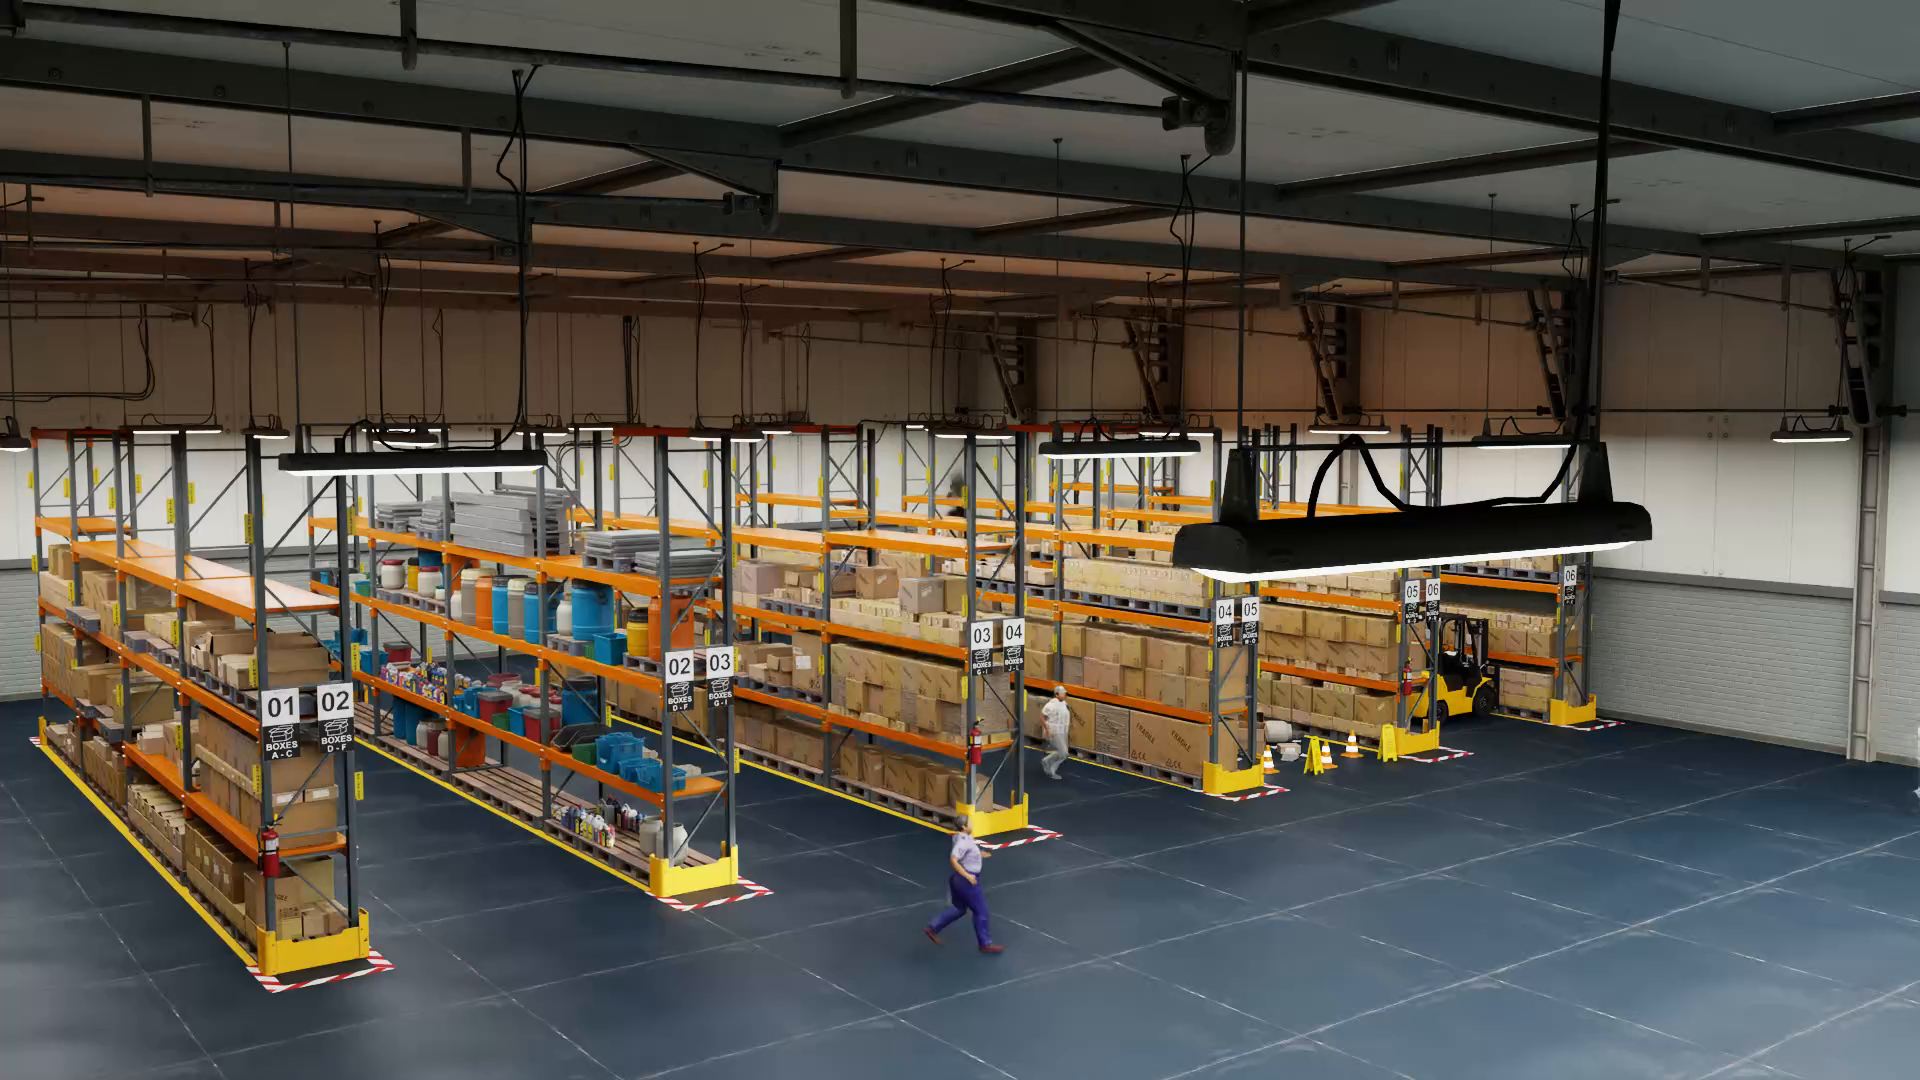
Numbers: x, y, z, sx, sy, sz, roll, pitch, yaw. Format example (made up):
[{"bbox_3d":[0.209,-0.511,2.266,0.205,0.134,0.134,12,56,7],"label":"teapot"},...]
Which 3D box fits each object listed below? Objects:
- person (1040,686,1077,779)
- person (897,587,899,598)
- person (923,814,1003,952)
[{"bbox_3d":[1.706,3.294,28.420,0.576,1.616,0.592,3,6,37],"label":"person"},{"bbox_3d":[-1.672,1.951,44.759,0.572,1.719,0.737,-1,5,-12],"label":"person"},{"bbox_3d":[0.043,3.984,19.314,0.929,1.625,0.613,-1,5,-14],"label":"person"}]
